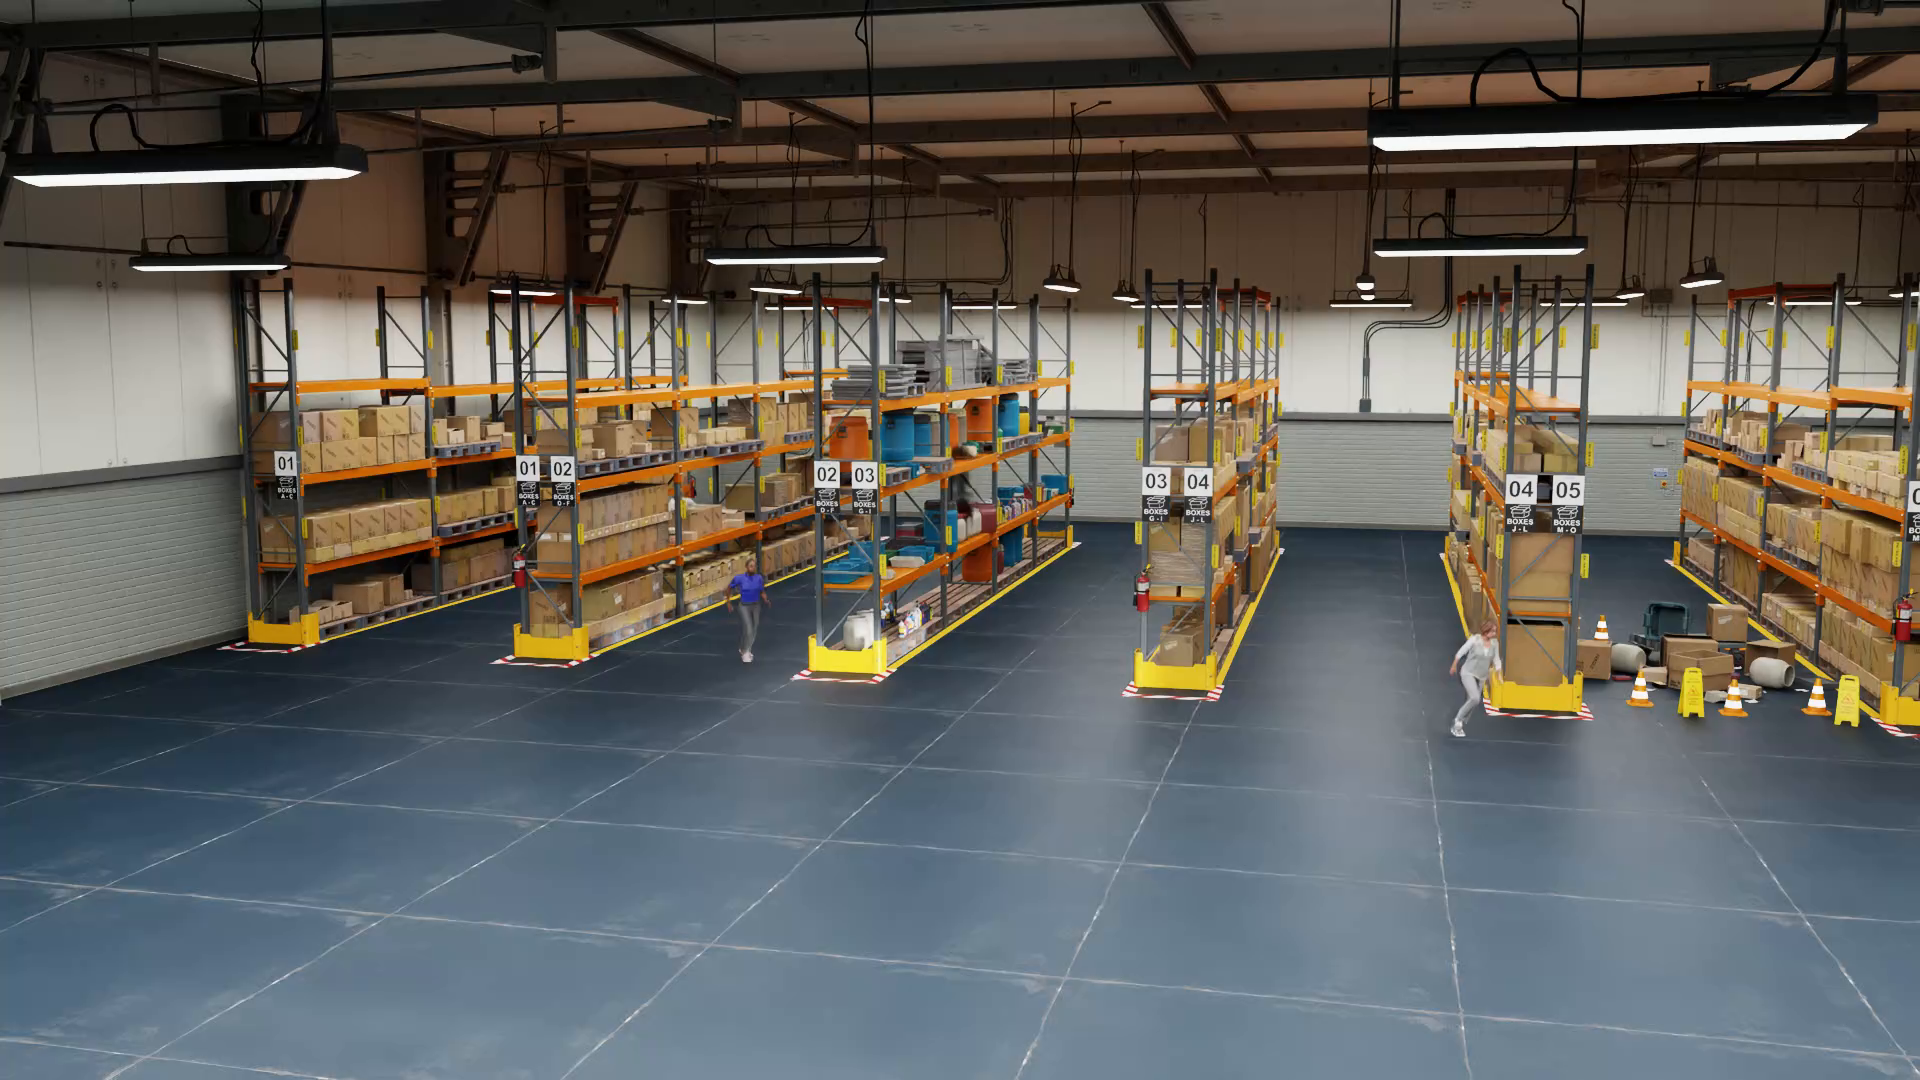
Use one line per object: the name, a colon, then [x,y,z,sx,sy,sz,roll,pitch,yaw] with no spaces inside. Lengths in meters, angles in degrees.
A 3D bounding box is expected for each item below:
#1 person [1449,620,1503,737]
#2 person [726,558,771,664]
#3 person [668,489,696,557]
person: [6.511,1.744,20.911,0.518,1.528,0.691,-2,7,-19]
person: [-3.268,1.111,25.852,0.560,1.656,0.755,-4,8,-32]
person: [-6.233,-0.297,36.940,0.656,1.780,0.850,3,7,21]
